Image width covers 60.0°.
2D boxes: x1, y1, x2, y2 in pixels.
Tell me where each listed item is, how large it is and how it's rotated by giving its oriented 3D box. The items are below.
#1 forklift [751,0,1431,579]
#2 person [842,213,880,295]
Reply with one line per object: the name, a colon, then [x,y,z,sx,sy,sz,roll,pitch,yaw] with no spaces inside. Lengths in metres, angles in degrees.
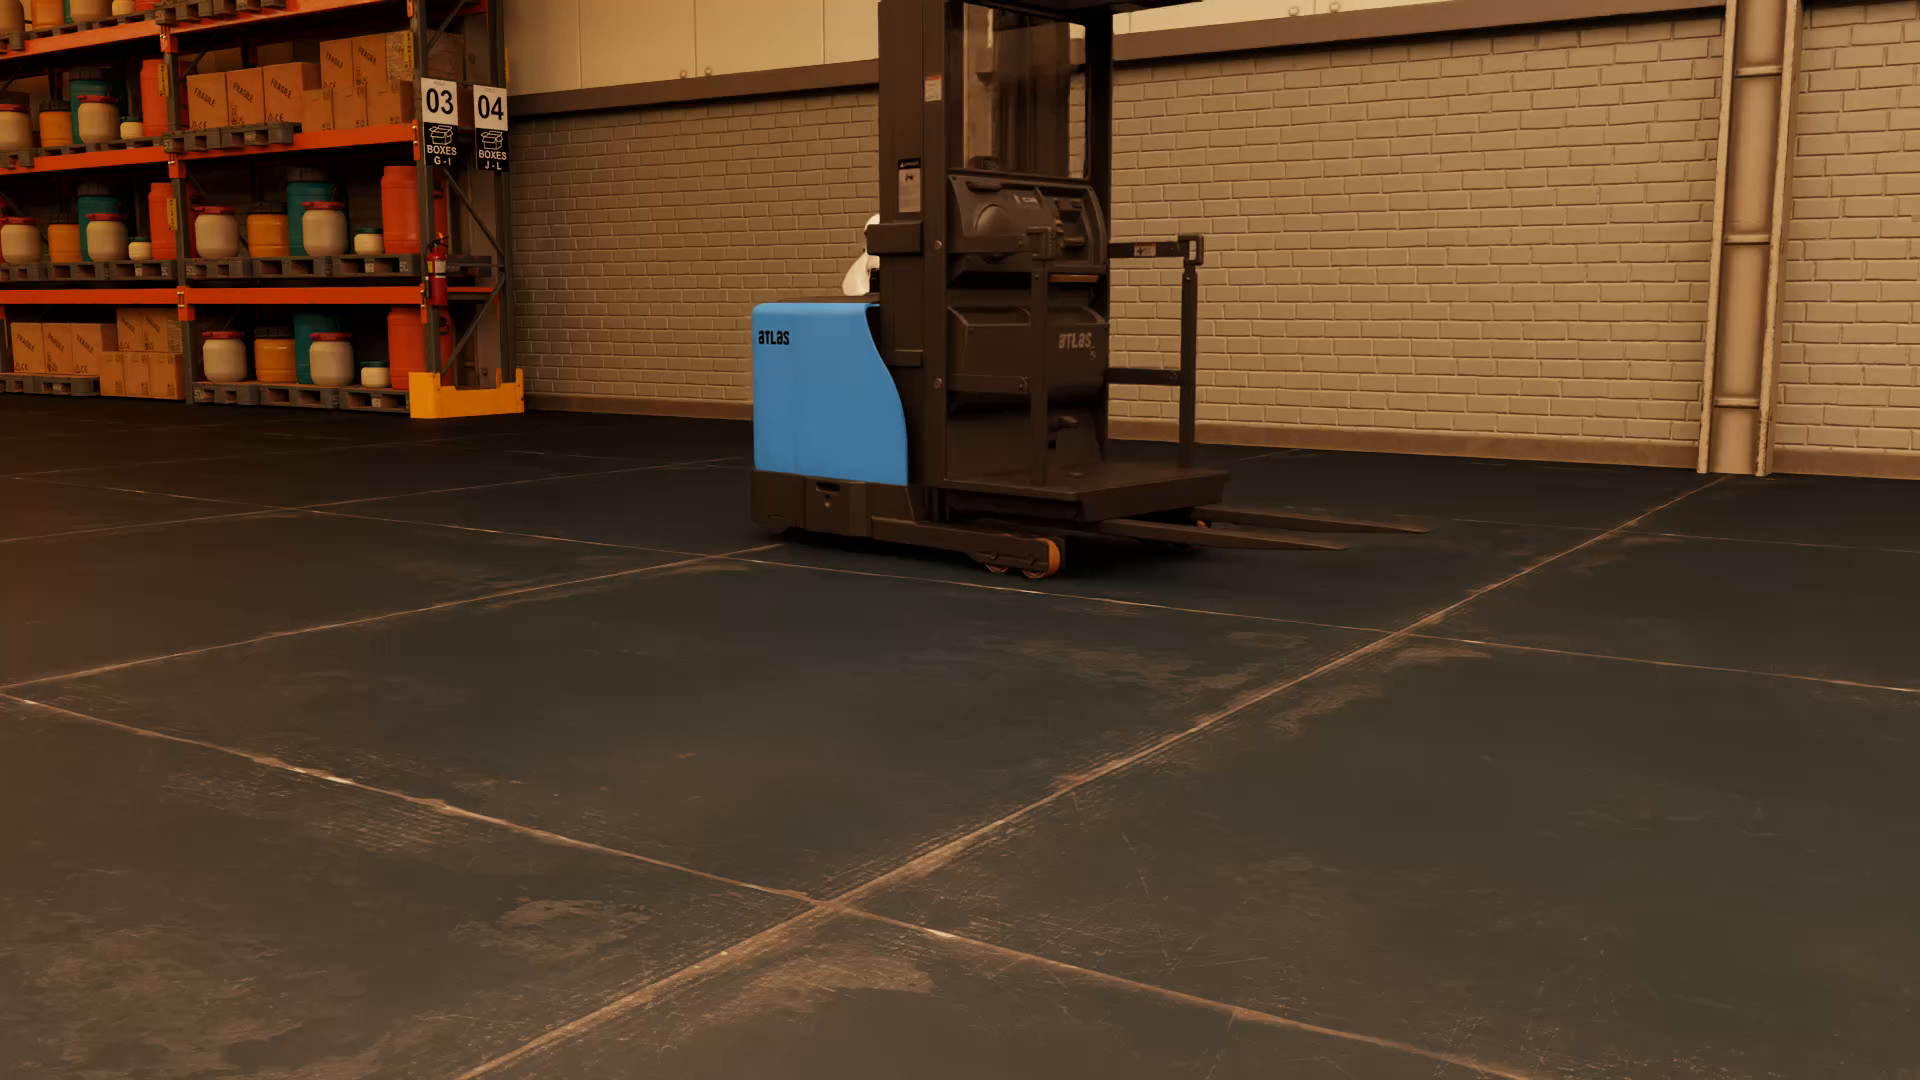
forklift: [0.451,-1.379,6.891,3.031,2.935,1.130,8,11,43]
person: [-0.388,-1.196,10.292,0.788,1.648,0.797,7,11,41]
